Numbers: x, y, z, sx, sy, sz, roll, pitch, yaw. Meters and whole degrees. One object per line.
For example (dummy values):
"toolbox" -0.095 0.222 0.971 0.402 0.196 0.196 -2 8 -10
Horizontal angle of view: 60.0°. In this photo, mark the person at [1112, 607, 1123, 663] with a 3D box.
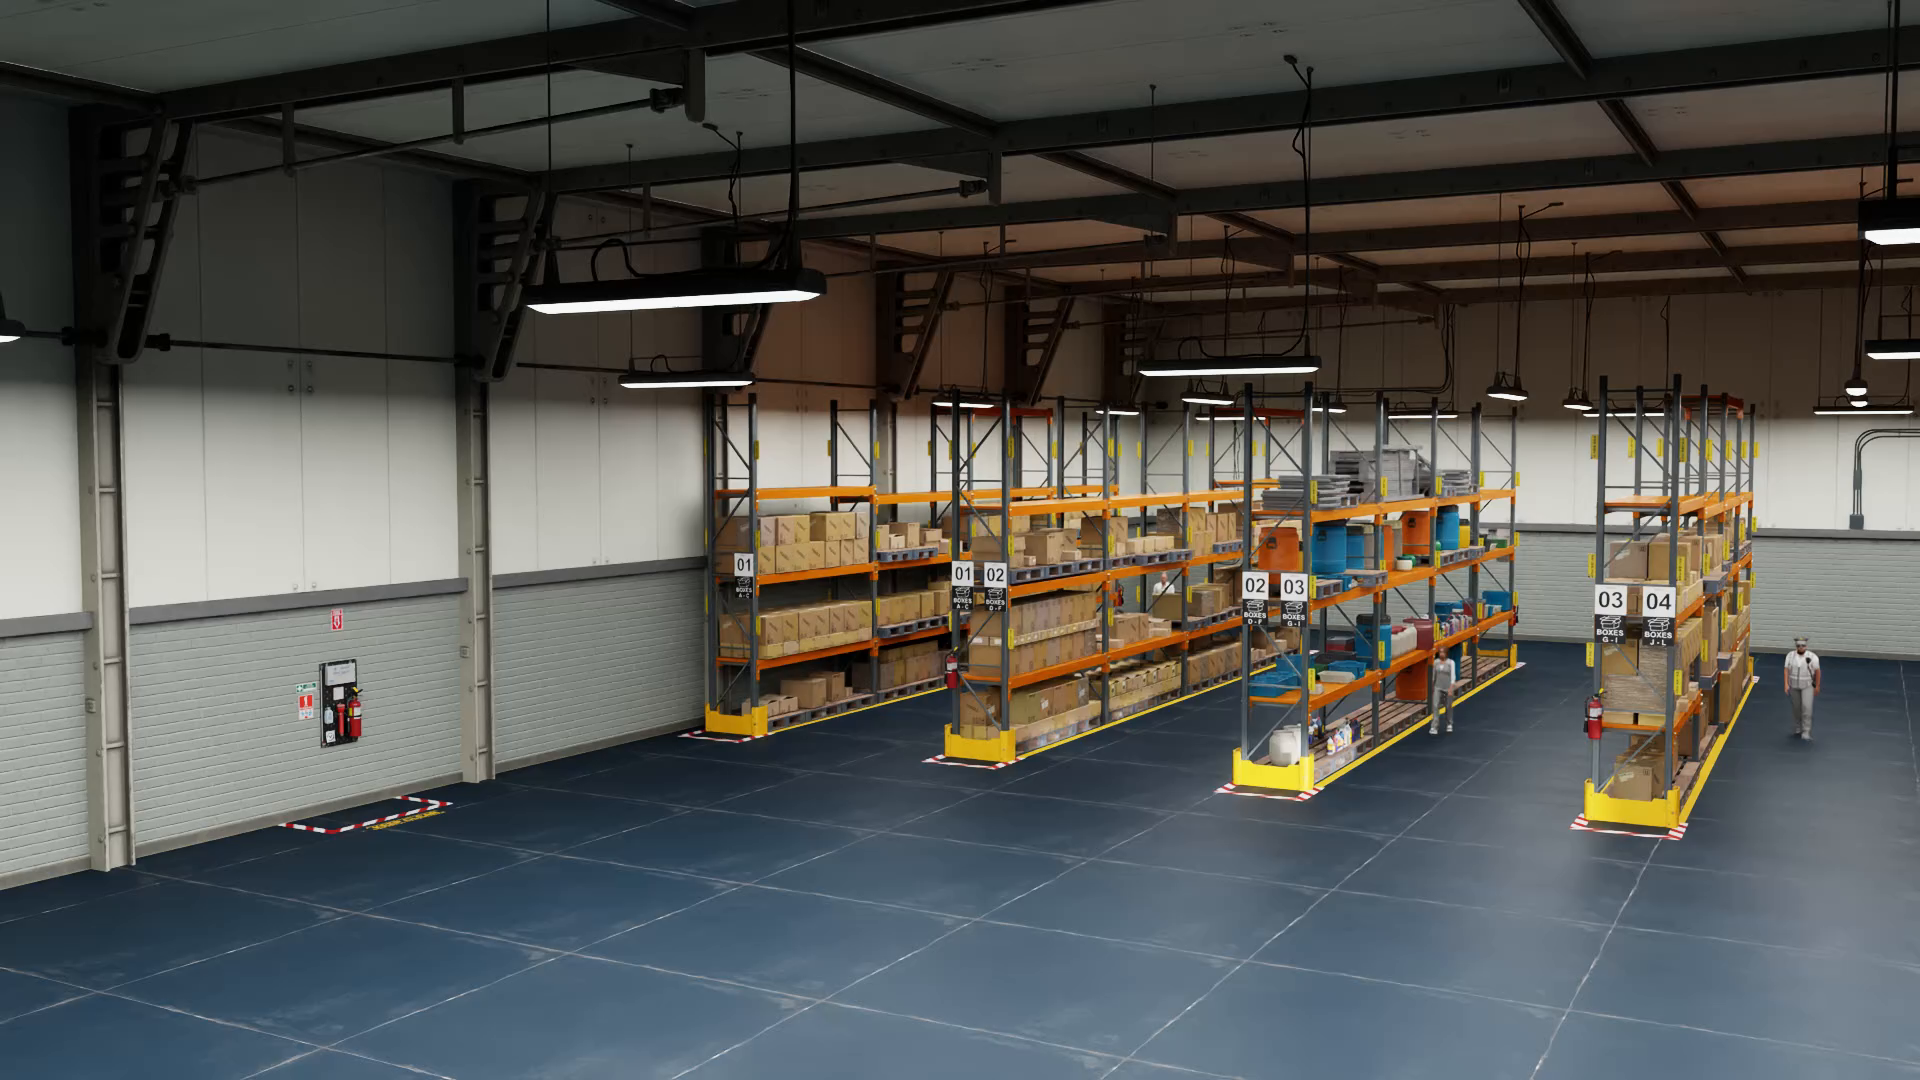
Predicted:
"person" 3.501 2.248 36.152 0.671 1.613 0.694 3 4 39

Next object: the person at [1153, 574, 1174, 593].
"person" 5.390 1.755 43.970 0.579 1.690 1.204 0 3 3

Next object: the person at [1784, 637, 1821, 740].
"person" 14.668 2.549 29.030 0.554 1.722 0.908 3 4 42

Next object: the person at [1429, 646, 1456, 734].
"person" 8.477 2.637 29.185 0.434 1.532 0.946 2 3 28
